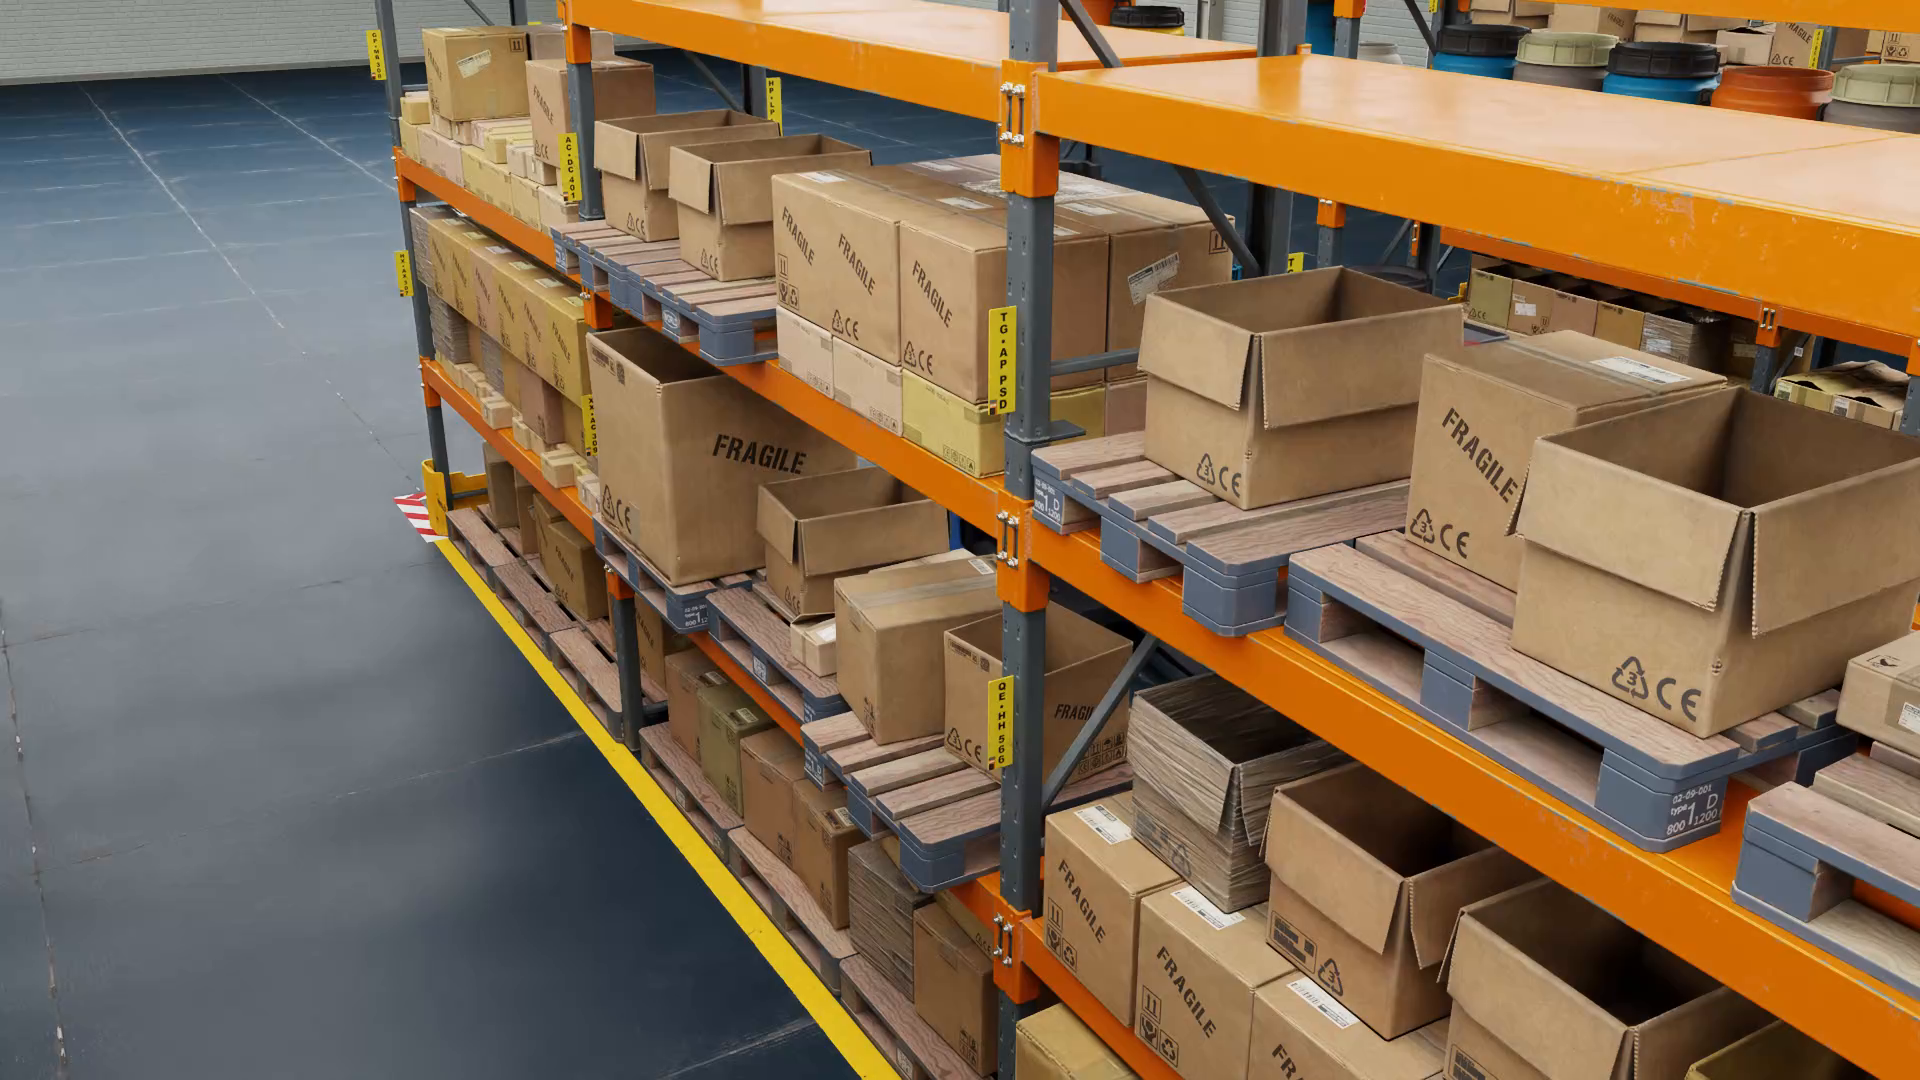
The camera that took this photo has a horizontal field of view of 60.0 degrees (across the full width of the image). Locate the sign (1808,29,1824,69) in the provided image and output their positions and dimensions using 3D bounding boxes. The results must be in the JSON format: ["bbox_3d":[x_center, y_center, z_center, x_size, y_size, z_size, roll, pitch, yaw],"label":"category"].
[{"bbox_3d":[6.596,-3.767,12.821,0.100,0.325,0.005,-13,25,-28],"label":"sign"}]

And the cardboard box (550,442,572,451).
[{"bbox_3d":[-2.242,-0.542,9.996,0.380,0.149,0.250,-13,25,-28],"label":"cardboard box"}]

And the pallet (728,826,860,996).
[{"bbox_3d":[-0.420,1.634,8.010,1.003,0.211,1.213,-13,25,-28],"label":"pallet"}]

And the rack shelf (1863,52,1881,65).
[{"bbox_3d":[10.307,-4.867,17.273,1.077,0.370,4.000,-13,25,-28],"label":"rack shelf"}]

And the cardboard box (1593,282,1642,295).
[{"bbox_3d":[6.336,-2.172,15.771,0.500,0.500,0.500,-13,25,-28],"label":"cardboard box"}]

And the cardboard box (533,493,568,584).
[{"bbox_3d":[-2.546,-0.037,11.182,0.500,0.500,0.500,-10,24,-23],"label":"cardboard box"}]

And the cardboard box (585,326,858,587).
[{"bbox_3d":[-1.161,-0.493,8.186,1.000,1.000,1.000,-12,25,-28],"label":"cardboard box"}]

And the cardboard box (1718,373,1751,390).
[{"bbox_3d":[6.647,-1.238,14.467,0.500,0.250,0.500,-13,25,-28],"label":"cardboard box"}]

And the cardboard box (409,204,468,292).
[{"bbox_3d":[-3.443,-2.016,11.433,0.500,0.500,0.500,-13,25,-28],"label":"cardboard box"}]

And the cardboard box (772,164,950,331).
[{"bbox_3d":[-0.373,-1.111,6.280,0.500,0.500,0.500,-12,25,-27],"label":"cardboard box"}]

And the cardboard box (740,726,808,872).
[{"bbox_3d":[-0.637,1.192,8.132,0.700,0.500,0.500,-15,27,-33],"label":"cardboard box"}]

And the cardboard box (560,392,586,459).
[{"bbox_3d":[-1.848,-0.815,9.805,0.875,0.500,0.500,-13,25,-28],"label":"cardboard box"}]

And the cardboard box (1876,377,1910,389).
[{"bbox_3d":[7.797,-1.146,13.497,0.500,0.311,0.500,-12,25,-27],"label":"cardboard box"}]

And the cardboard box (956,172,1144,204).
[{"bbox_3d":[0.322,-1.044,6.116,0.500,0.500,0.500,-12,25,-28],"label":"cardboard box"}]

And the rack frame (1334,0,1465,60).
[{"bbox_3d":[2.812,-4.036,10.291,1.000,3.000,0.127,-13,25,-28],"label":"rack frame"}]

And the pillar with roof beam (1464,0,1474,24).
[{"bbox_3d":[3.621,-8.291,20.758,9.100,9.000,0.400,-13,25,-28],"label":"pillar with roof beam"}]

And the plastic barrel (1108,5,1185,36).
[{"bbox_3d":[1.460,-3.879,13.080,0.600,0.588,0.600,0,22,0],"label":"plastic barrel"}]

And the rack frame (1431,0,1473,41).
[{"bbox_3d":[5.029,-6.283,15.818,1.000,3.000,0.127,-13,25,-28],"label":"rack frame"}]

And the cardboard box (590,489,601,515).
[{"bbox_3d":[-1.809,-0.201,9.157,0.380,0.149,0.250,-13,25,-28],"label":"cardboard box"}]

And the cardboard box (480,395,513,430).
[{"bbox_3d":[-2.866,-0.841,10.730,0.380,0.149,0.250,-13,25,-28],"label":"cardboard box"}]

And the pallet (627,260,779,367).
[{"bbox_3d":[-0.690,-1.052,7.181,1.213,0.211,1.003,-13,25,-28],"label":"pallet"}]

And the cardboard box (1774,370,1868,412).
[{"bbox_3d":[7.069,-1.208,13.648,0.500,0.311,0.500,-13,25,-28],"label":"cardboard box"}]

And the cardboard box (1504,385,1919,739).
[{"bbox_3d":[1.659,0.015,3.611,0.797,0.503,0.637,-13,25,-29],"label":"cardboard box"}]

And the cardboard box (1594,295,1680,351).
[{"bbox_3d":[6.143,-1.910,15.126,0.500,0.500,0.500,-13,25,-28],"label":"cardboard box"}]

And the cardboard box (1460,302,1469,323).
[{"bbox_3d":[5.112,-2.208,16.854,0.500,0.250,0.500,-13,25,-28],"label":"cardboard box"}]

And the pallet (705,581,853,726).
[{"bbox_3d":[-0.449,0.446,7.485,1.003,0.211,1.213,-13,25,-28],"label":"pallet"}]

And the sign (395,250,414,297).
[{"bbox_3d":[-3.956,-1.896,11.843,0.100,0.325,0.005,-13,25,-28],"label":"sign"}]

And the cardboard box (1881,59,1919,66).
[{"bbox_3d":[7.379,-3.522,12.651,0.500,0.250,0.500,-10,24,-23],"label":"cardboard box"}]

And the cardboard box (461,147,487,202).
[{"bbox_3d":[-2.677,-2.219,10.004,0.500,0.250,0.500,-12,25,-27],"label":"cardboard box"}]

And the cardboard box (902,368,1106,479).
[{"bbox_3d":[0.143,-0.437,5.618,0.500,0.250,0.500,-13,25,-28],"label":"cardboard box"}]

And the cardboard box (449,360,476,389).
[{"bbox_3d":[-3.323,-1.177,11.556,0.380,0.149,0.250,-13,25,-28],"label":"cardboard box"}]

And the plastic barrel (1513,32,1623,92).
[{"bbox_3d":[3.592,-2.545,9.939,0.600,0.901,0.600,0,22,0],"label":"plastic barrel"}]

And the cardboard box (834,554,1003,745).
[{"bbox_3d":[-0.084,0.421,6.602,0.700,0.500,0.500,-9,24,-20],"label":"cardboard box"}]

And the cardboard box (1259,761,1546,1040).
[{"bbox_3d":[1.287,0.930,4.574,0.797,0.503,0.637,-12,25,-27],"label":"cardboard box"}]

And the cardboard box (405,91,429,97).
[{"bbox_3d":[-3.547,-2.971,11.323,0.380,0.149,0.250,-13,25,-29],"label":"cardboard box"}]

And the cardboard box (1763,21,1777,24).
[{"bbox_3d":[9.241,-5.747,18.323,0.500,0.500,0.500,-12,25,-27],"label":"cardboard box"}]

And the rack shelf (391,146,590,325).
[{"bbox_3d":[-2.468,-2.008,10.241,1.077,0.370,4.000,-13,25,-28],"label":"rack shelf"}]

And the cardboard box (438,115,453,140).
[{"bbox_3d":[-3.065,-2.629,10.481,0.380,0.149,0.250,-13,25,-28],"label":"cardboard box"}]

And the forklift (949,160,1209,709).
[{"bbox_3d":[0.646,-0.767,10.305,1.130,2.935,3.031,-9,24,-21],"label":"forklift"}]

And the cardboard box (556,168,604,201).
[{"bbox_3d":[-1.861,-1.859,8.588,0.380,0.149,0.250,-12,25,-27],"label":"cardboard box"}]

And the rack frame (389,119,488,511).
[{"bbox_3d":[-3.489,-1.599,12.263,1.000,3.000,0.127,-13,25,-28],"label":"rack frame"}]

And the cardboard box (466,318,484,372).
[{"bbox_3d":[-2.874,-1.461,11.396,0.875,0.500,0.500,-13,25,-28],"label":"cardboard box"}]

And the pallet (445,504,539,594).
[{"bbox_3d":[-3.066,-0.013,12.064,1.003,0.211,1.213,-13,25,-28],"label":"pallet"}]

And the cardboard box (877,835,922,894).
[{"bbox_3d":[-0.051,1.216,7.075,0.500,0.250,0.500,-10,24,-22],"label":"cardboard box"}]

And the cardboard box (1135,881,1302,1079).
[{"bbox_3d":[0.877,1.320,4.947,0.500,0.500,0.500,-13,26,-30],"label":"cardboard box"}]

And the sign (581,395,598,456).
[{"bbox_3d":[-1.909,-0.599,8.651,0.100,0.325,0.005,-13,25,-28],"label":"sign"}]

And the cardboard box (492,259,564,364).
[{"bbox_3d":[-2.424,-1.368,9.839,0.500,0.500,0.500,-13,25,-28],"label":"cardboard box"}]

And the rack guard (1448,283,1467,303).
[{"bbox_3d":[5.017,-2.353,17.438,1.175,0.500,0.348,-13,25,-28],"label":"rack guard"}]

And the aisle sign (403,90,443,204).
[{"bbox_3d":[-3.779,-2.766,11.681,0.394,0.787,0.004,-13,25,-28],"label":"aisle sign"}]

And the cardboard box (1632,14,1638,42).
[{"bbox_3d":[6.128,-4.609,15.059,0.500,0.311,0.500,-9,24,-22],"label":"cardboard box"}]

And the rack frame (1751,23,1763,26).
[{"bbox_3d":[9.286,-4.458,19.295,1.000,3.000,0.127,-13,25,-28],"label":"rack frame"}]

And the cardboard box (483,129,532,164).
[{"bbox_3d":[-2.538,-2.285,9.635,0.380,0.149,0.250,-11,25,-26],"label":"cardboard box"}]

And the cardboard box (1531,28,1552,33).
[{"bbox_3d":[5.478,-4.622,15.304,0.380,0.149,0.250,-13,25,-28],"label":"cardboard box"}]

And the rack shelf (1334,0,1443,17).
[{"bbox_3d":[1.790,-4.165,12.095,1.077,0.370,4.000,-13,25,-28],"label":"rack shelf"}]

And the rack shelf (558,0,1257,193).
[{"bbox_3d":[-0.424,-1.918,6.566,1.077,0.370,4.000,-13,25,-28],"label":"rack shelf"}]
